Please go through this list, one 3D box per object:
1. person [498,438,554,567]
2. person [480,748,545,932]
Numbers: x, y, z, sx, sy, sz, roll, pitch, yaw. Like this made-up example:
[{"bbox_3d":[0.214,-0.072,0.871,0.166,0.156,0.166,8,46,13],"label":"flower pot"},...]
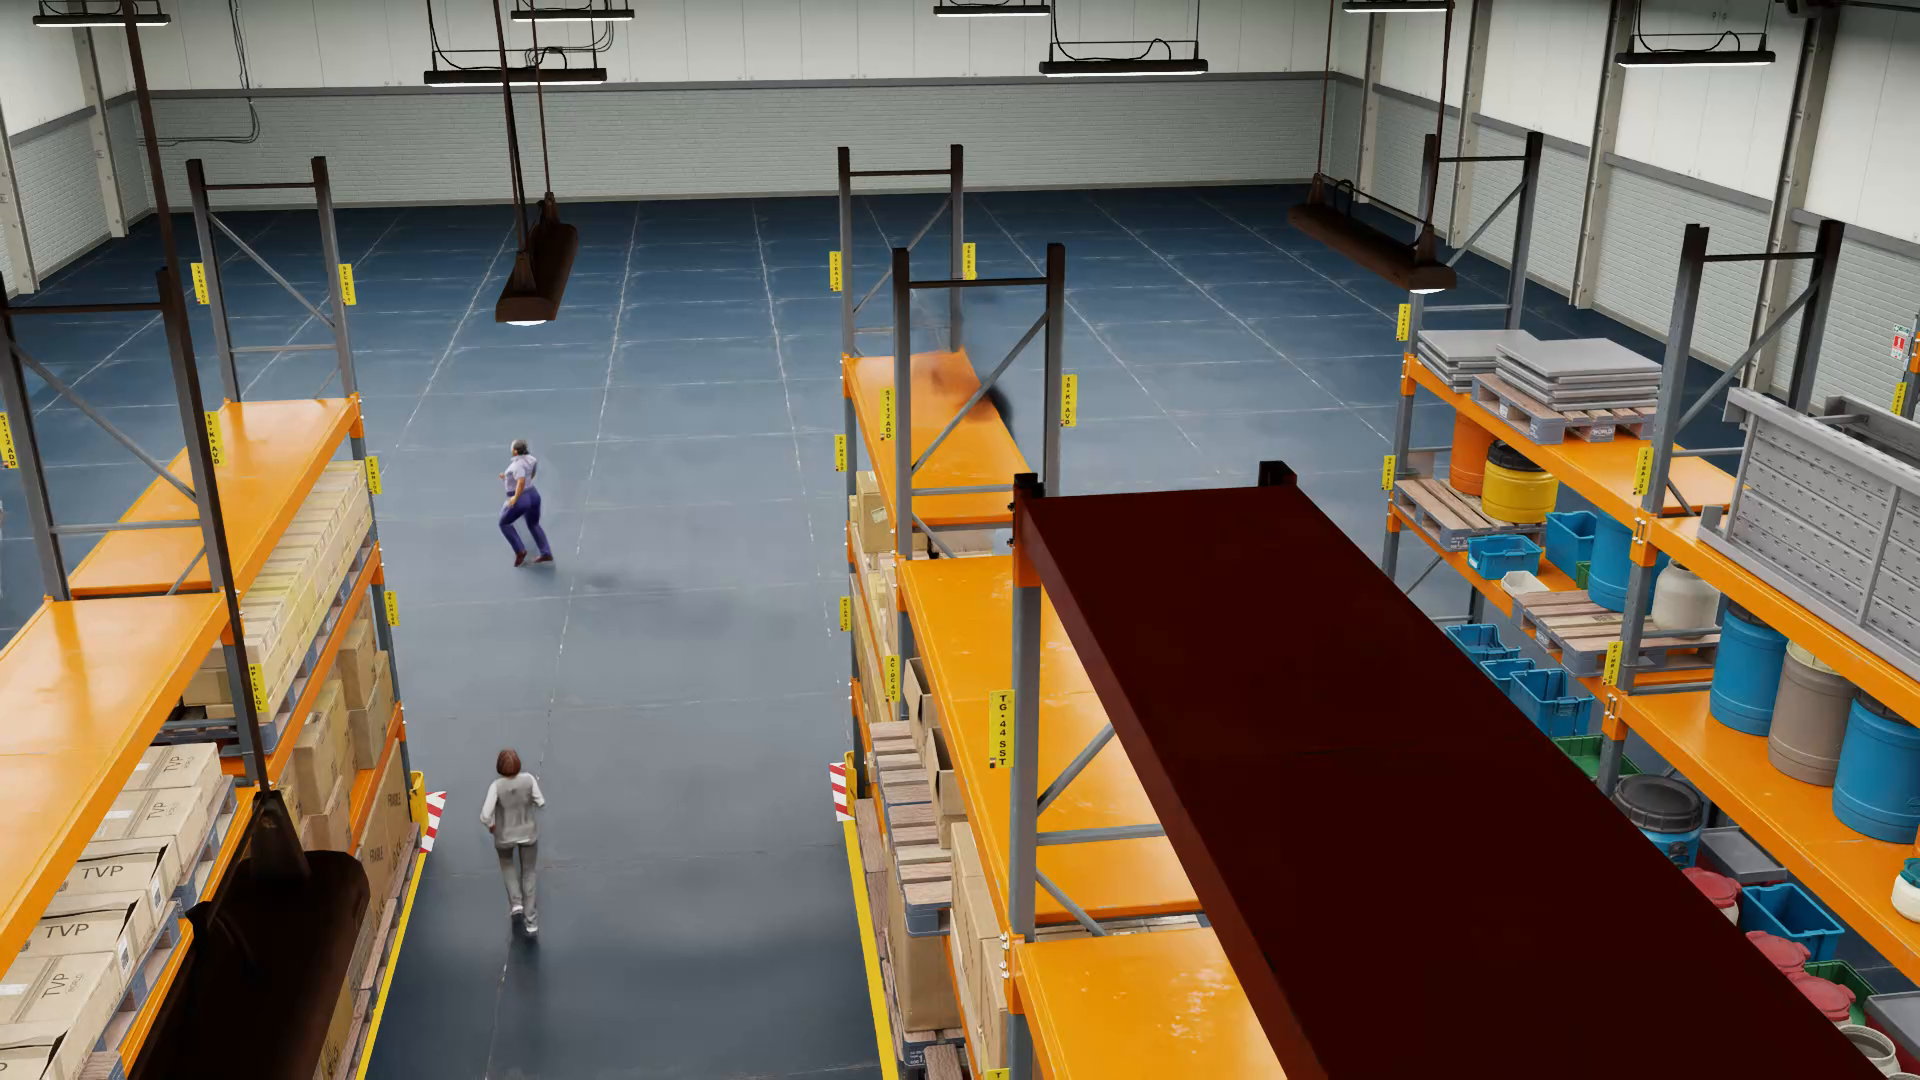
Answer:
[{"bbox_3d":[-5.428,-0.462,20.603,0.688,1.666,0.578,11,24,25],"label":"person"},{"bbox_3d":[-3.577,2.406,13.393,0.514,1.639,0.666,-7,23,-17],"label":"person"}]
